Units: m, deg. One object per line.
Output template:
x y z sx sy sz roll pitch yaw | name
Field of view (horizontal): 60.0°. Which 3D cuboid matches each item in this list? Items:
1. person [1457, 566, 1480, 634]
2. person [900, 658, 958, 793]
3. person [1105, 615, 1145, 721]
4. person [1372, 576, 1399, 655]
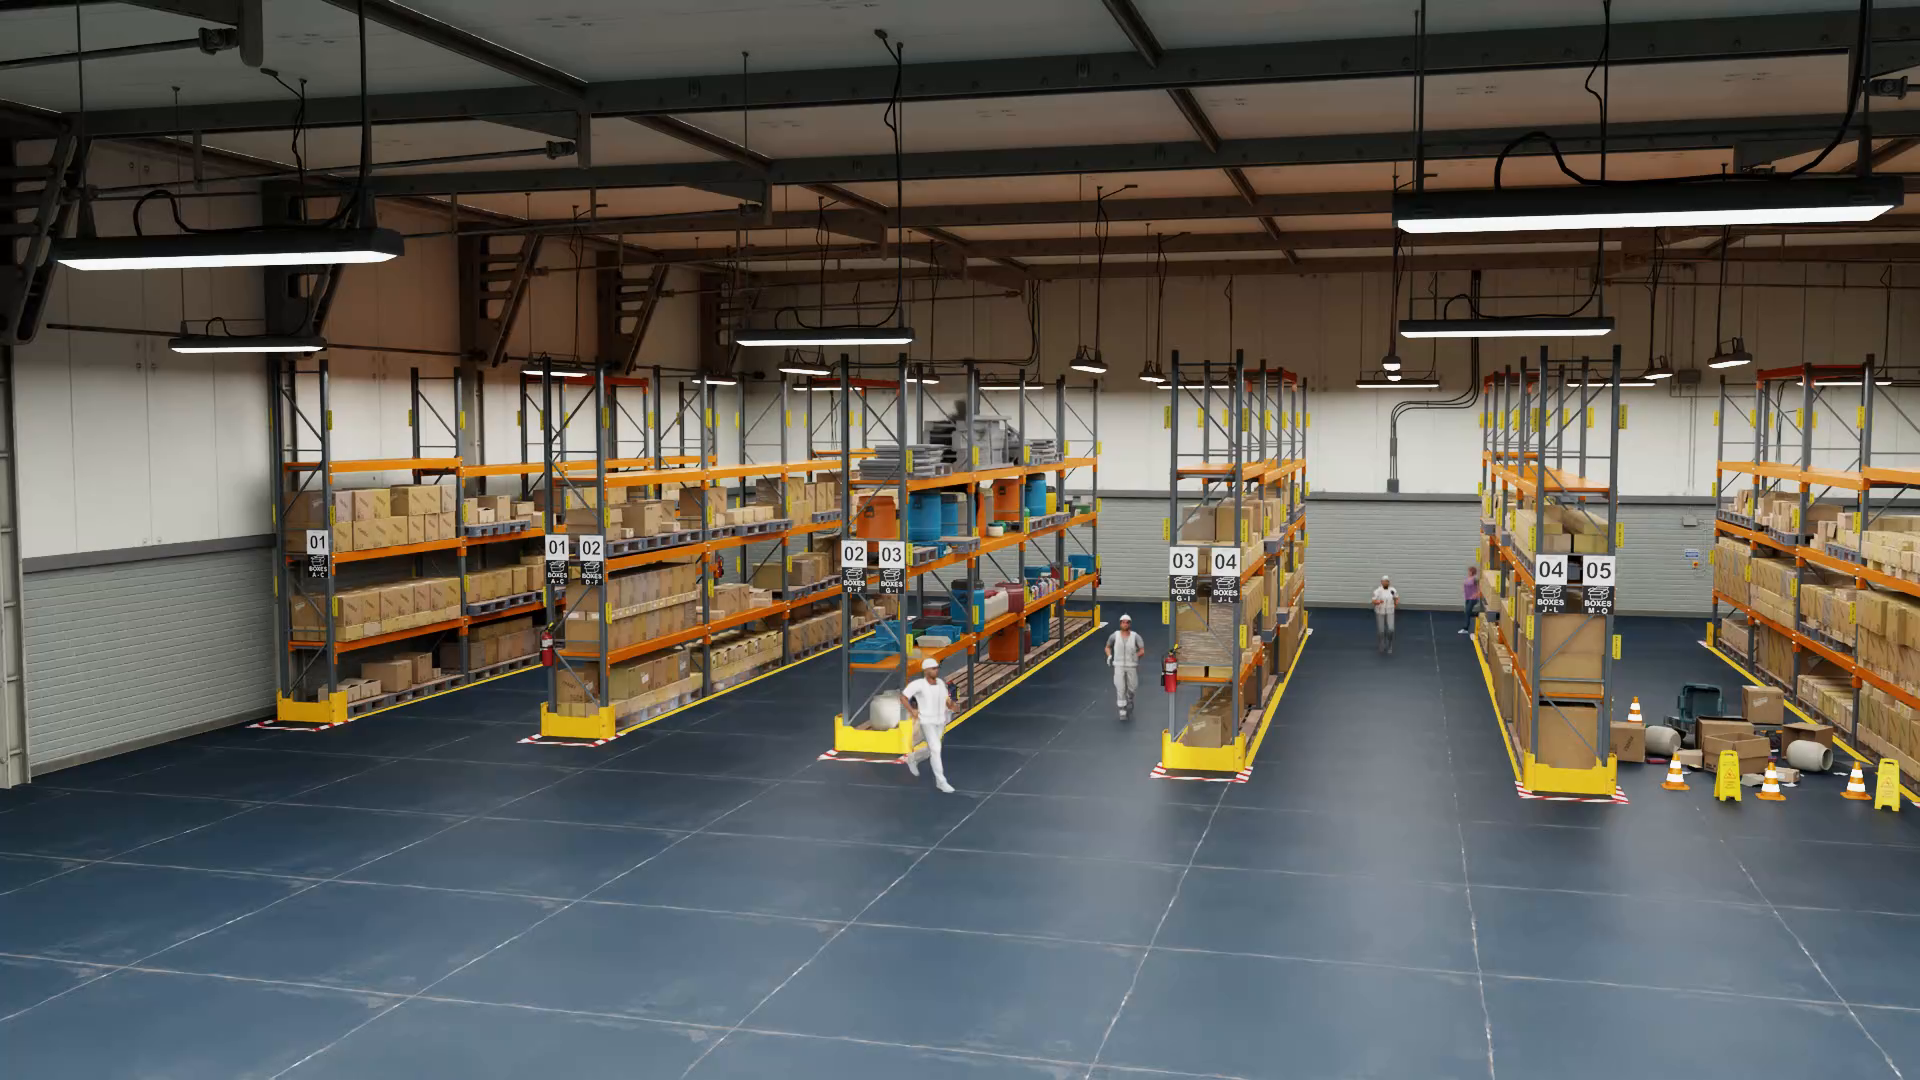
12.029 1.401 39.037 0.836 1.593 0.577 -1 4 -18 | person
-0.413 2.490 22.634 0.971 1.773 0.699 4 6 42 | person
2.762 2.125 27.890 0.663 1.748 0.780 0 4 6 | person
9.127 1.621 35.656 0.582 1.710 0.673 1 4 11 | person
